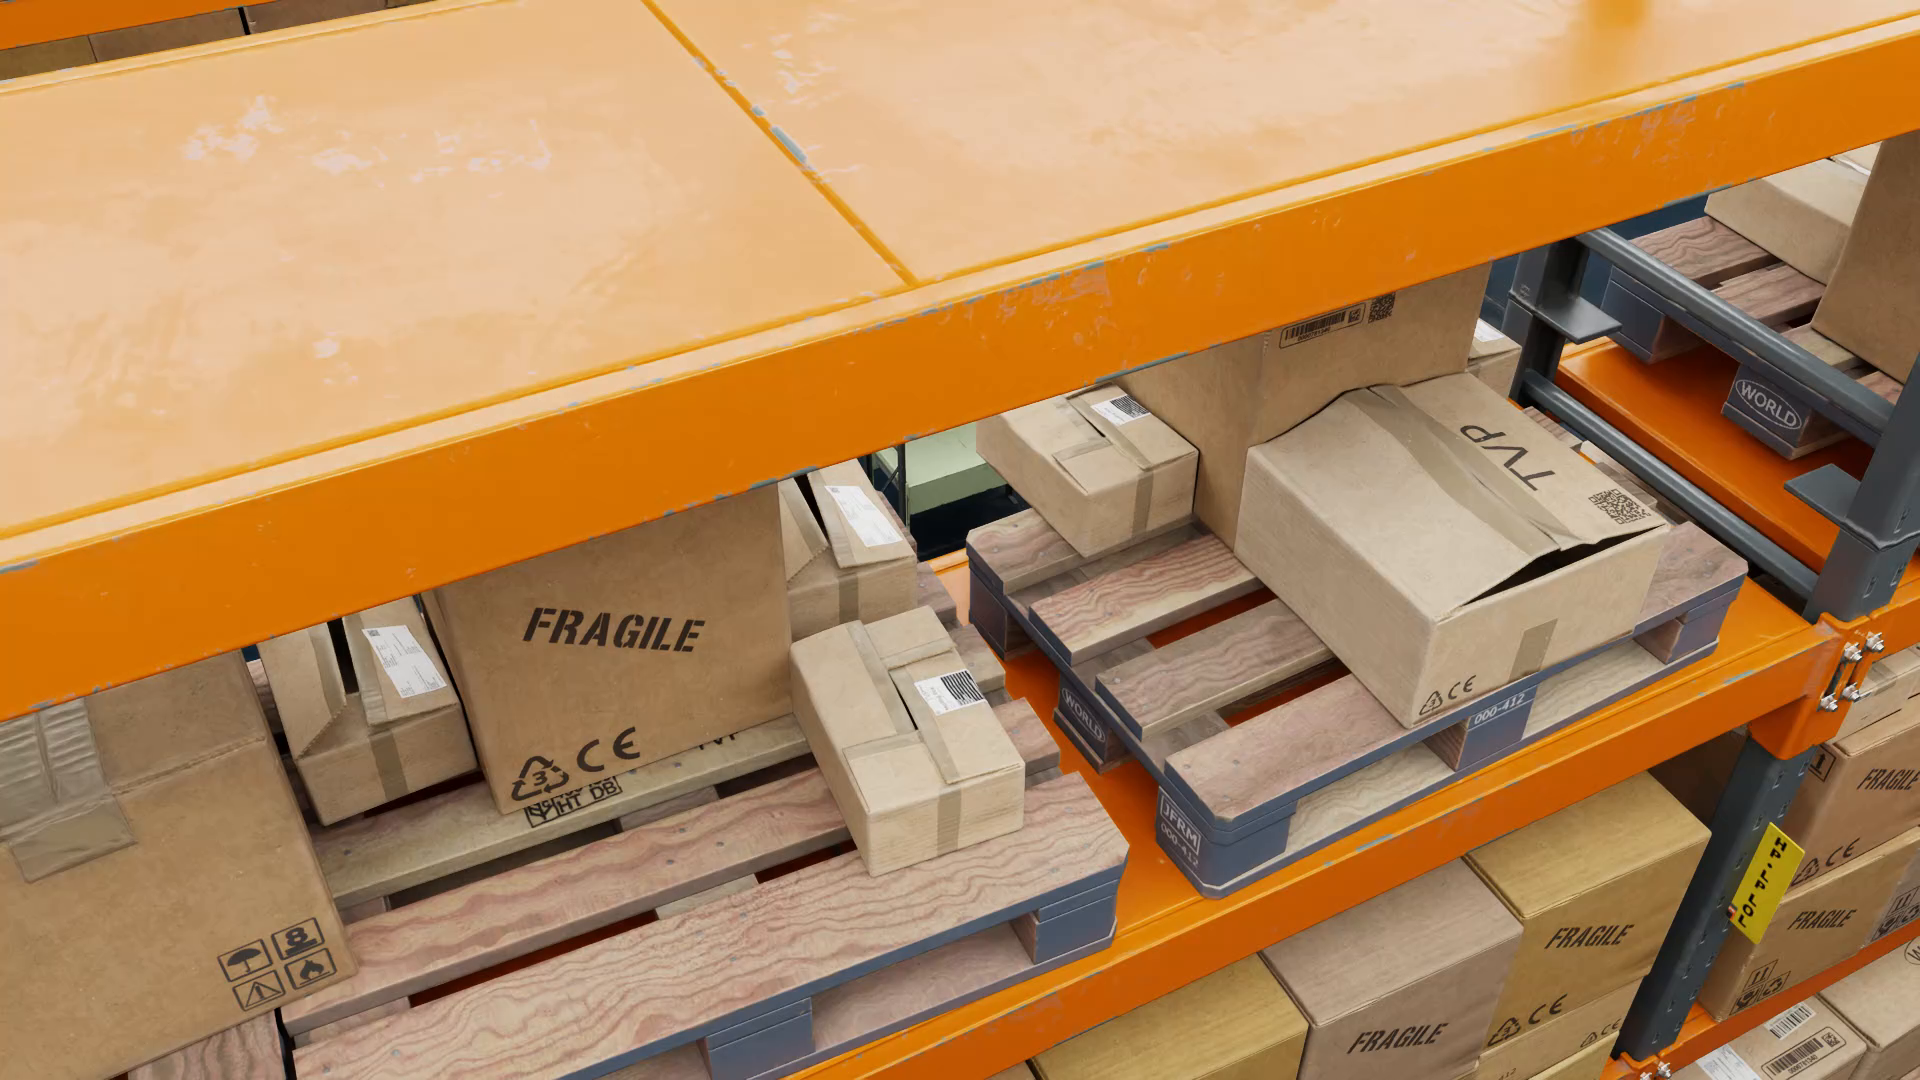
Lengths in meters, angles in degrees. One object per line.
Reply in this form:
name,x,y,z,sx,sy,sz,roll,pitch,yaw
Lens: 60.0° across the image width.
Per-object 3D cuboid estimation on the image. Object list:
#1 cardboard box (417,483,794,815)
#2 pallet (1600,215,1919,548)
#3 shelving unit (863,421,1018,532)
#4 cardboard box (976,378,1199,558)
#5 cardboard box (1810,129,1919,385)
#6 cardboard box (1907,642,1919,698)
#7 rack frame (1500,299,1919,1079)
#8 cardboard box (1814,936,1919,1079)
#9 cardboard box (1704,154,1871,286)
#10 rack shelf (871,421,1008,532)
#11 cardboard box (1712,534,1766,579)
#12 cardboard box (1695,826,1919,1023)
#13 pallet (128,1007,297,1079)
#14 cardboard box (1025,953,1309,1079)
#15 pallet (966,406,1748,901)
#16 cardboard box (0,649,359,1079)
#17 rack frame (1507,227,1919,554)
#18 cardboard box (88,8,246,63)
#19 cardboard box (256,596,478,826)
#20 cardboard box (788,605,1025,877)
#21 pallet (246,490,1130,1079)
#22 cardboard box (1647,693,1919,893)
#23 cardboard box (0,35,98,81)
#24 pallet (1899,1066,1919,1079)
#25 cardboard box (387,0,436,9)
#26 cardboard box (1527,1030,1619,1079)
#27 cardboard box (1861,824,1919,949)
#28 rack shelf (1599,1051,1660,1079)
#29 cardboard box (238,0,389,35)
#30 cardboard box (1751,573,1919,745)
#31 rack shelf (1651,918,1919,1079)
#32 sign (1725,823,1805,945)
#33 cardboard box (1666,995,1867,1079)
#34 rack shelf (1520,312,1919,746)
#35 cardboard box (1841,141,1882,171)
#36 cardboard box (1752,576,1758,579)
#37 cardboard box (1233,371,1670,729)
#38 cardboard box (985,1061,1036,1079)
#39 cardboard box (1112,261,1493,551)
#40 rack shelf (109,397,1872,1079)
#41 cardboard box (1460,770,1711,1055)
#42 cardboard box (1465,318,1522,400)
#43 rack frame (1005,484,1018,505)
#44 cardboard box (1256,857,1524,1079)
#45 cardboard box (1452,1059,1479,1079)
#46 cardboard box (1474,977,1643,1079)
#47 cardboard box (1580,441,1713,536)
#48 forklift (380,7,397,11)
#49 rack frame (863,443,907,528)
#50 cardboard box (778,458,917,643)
cardboard box,-0.600,0.024,2.665,0.500,0.500,0.500,-18,44,-20
pallet,2.249,-0.484,3.736,1.213,0.211,1.003,-19,44,-21
shelving unit,-0.006,-0.570,7.252,0.755,1.500,0.431,-19,44,-21
cardboard box,0.234,-0.174,3.156,0.250,0.166,0.380,-22,45,-23
cardboard box,2.137,-0.571,3.291,0.500,0.500,0.500,-18,43,-20
cardboard box,2.138,0.167,3.867,0.250,0.149,0.380,-18,43,-20
rack frame,1.518,0.865,4.395,0.127,3.000,1.000,-19,44,-21
cardboard box,2.918,1.290,5.552,0.875,0.438,0.875,-20,44,-22
cardboard box,1.937,-0.801,3.743,0.258,0.266,0.396,-17,43,-19
rack shelf,-0.006,-0.322,7.463,0.720,0.370,0.431,-19,44,-21
cardboard box,1.928,-0.093,4.173,0.250,0.149,0.380,-18,43,-20
cardboard box,2.055,0.837,4.351,0.500,0.500,0.500,-17,43,-19
pallet,-1.483,0.764,2.339,1.003,0.211,1.213,-17,43,-19
cardboard box,0.324,1.022,3.359,0.500,0.500,0.500,-17,43,-19
pallet,0.728,0.095,3.131,1.217,0.209,0.805,-20,44,-22
cardboard box,-1.239,0.312,2.325,0.500,0.500,0.700,-21,44,-23
rack frame,1.518,-1.424,2.457,0.127,3.000,1.000,-19,44,-21
cardboard box,-5.191,-3.424,10.782,0.875,0.875,1.225,-18,44,-21
cardboard box,-0.970,0.194,2.646,0.258,0.266,0.396,-20,44,-22
cardboard box,-0.090,0.300,2.597,0.250,0.166,0.380,-15,43,-17
pallet,-0.493,0.428,2.736,1.213,0.211,1.003,-17,43,-19
cardboard box,2.052,0.442,4.043,0.500,0.500,0.500,-18,44,-20
cardboard box,-5.986,-3.163,10.473,0.875,0.875,1.225,-21,44,-23
pallet,3.312,1.381,5.944,1.213,0.211,1.003,-19,44,-21
cardboard box,-3.618,-3.960,11.415,0.875,0.875,1.225,-18,44,-21
cardboard box,1.237,1.201,4.115,0.500,0.250,0.500,-20,44,-22
cardboard box,2.503,0.689,4.525,0.500,0.500,0.500,-18,44,-20
rack shelf,-0.256,1.737,3.922,4.000,0.370,1.077,-19,44,-21
cardboard box,-4.410,-3.693,11.099,0.875,0.875,1.225,-20,44,-22
cardboard box,1.918,0.253,3.766,0.250,0.149,0.380,-19,44,-21
rack shelf,3.292,0.543,5.332,4.000,0.370,1.077,-19,44,-21
sign,1.777,0.762,3.682,0.005,0.325,0.100,-19,44,-21
cardboard box,2.125,1.557,5.236,0.875,0.438,0.875,-19,44,-21
rack shelf,3.292,-0.602,4.363,4.000,0.370,1.077,-19,44,-21
cardboard box,2.171,-0.835,3.874,0.250,0.149,0.380,-18,43,-20
cardboard box,1.809,0.147,4.393,0.500,0.500,0.500,-19,44,-21
cardboard box,0.833,-0.022,2.866,0.500,0.311,0.500,-19,44,-21
cardboard box,-0.129,1.185,3.167,0.500,0.500,0.500,-18,43,-20
cardboard box,0.602,-0.381,3.143,0.500,0.500,0.500,-19,44,-21
rack shelf,-0.256,0.592,2.953,4.000,0.370,1.077,-19,44,-21
cardboard box,1.238,0.723,3.712,0.500,0.500,0.500,-17,43,-19
cardboard box,0.913,-0.440,3.394,0.258,0.266,0.396,-19,44,-21
rack frame,0.319,-0.680,7.381,0.023,1.500,0.400,-19,44,-21
cardboard box,0.782,0.881,3.525,0.500,0.500,0.500,-18,43,-20
cardboard box,0.800,1.156,3.781,0.500,0.250,0.500,-18,43,-20
cardboard box,1.239,1.003,3.962,0.500,0.250,0.500,-19,44,-21
cardboard box,1.644,-0.076,4.154,0.250,0.149,0.380,-19,44,-21
forklift,-2.668,-2.734,8.700,3.031,2.935,1.130,-14,42,-16
rack frame,-0.331,-0.461,7.123,0.023,1.500,0.400,-19,44,-21
cardboard box,-0.264,-0.044,2.926,0.258,0.266,0.396,-15,43,-17
